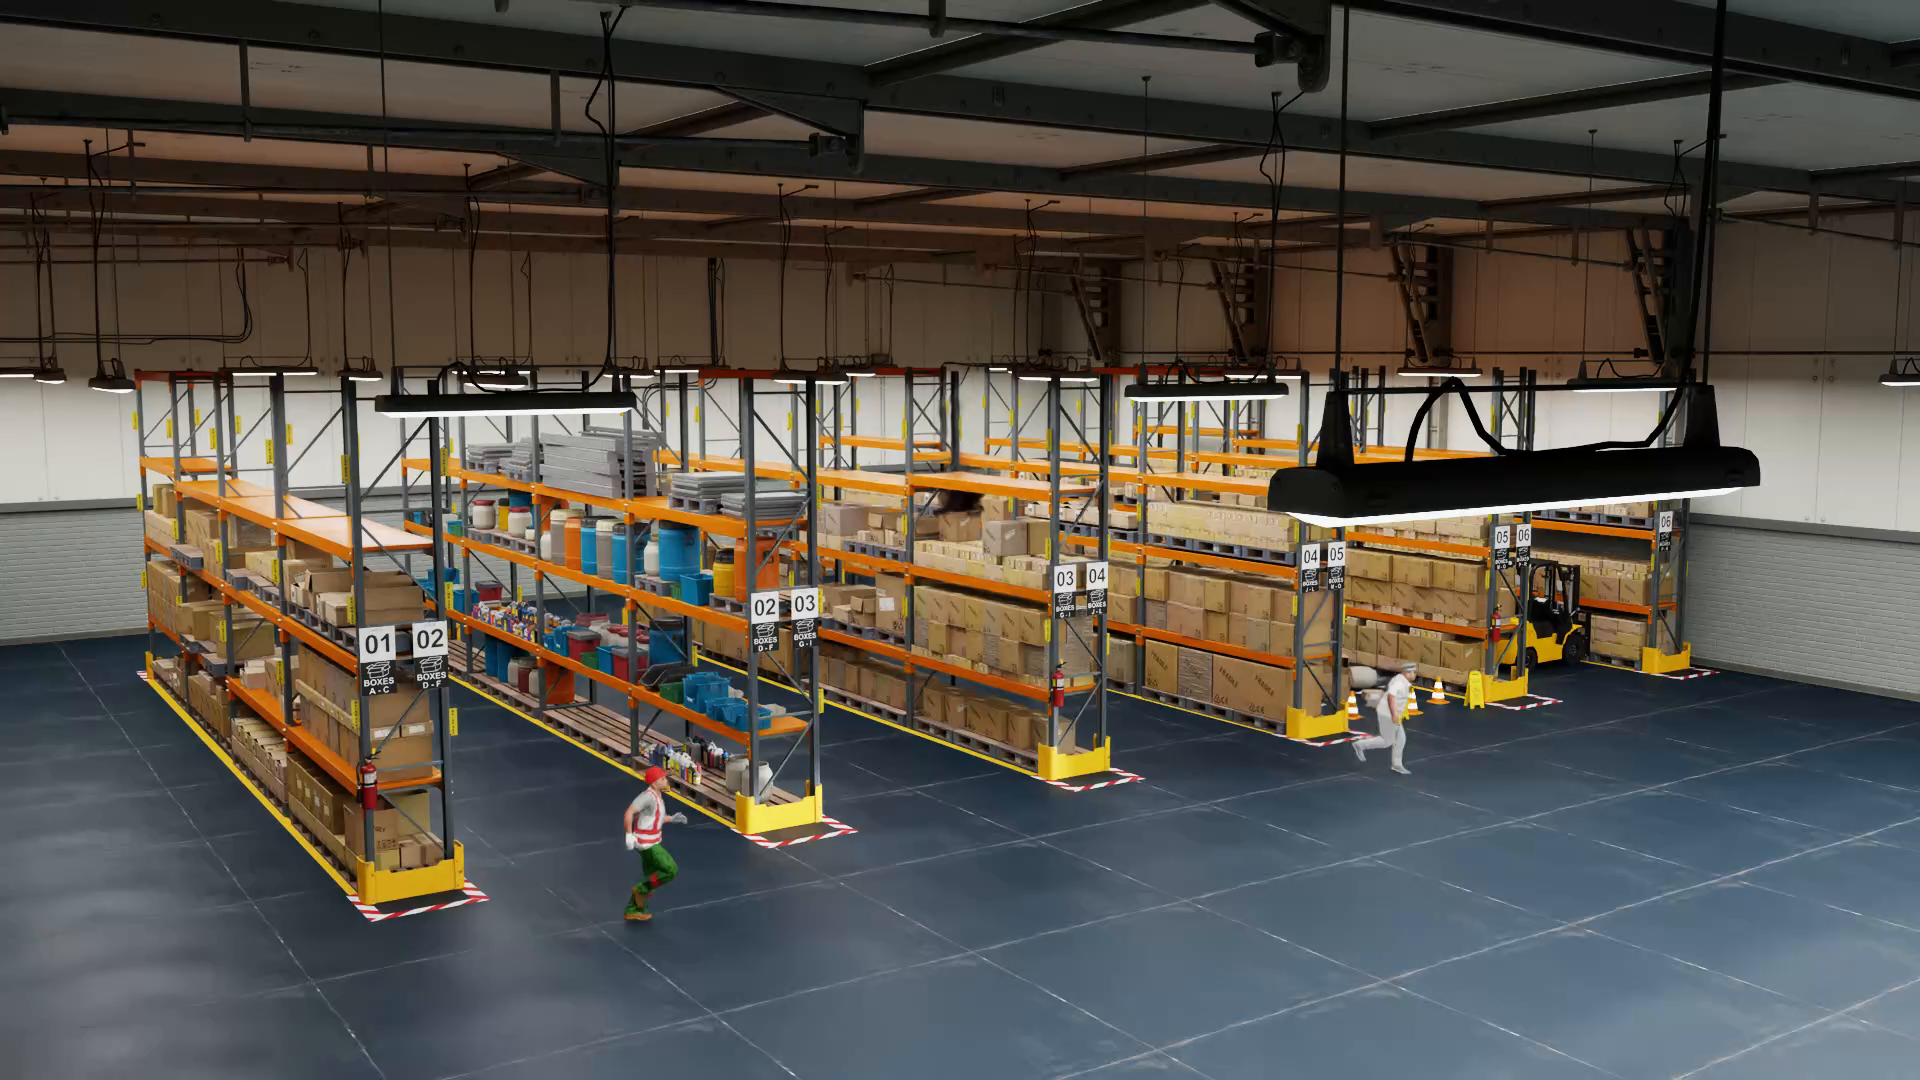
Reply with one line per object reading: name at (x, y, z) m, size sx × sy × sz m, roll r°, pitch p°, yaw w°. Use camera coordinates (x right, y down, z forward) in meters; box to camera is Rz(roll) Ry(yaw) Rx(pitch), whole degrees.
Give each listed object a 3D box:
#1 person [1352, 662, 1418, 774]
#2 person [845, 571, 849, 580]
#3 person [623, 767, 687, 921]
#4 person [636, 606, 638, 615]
person at (6.428, 2.683, 25.182) m, size 0.933 × 1.720 × 0.668 m, roll 1°, pitch 7°, yaw 10°
person at (-2.916, 0.823, 42.043) m, size 0.603 × 1.582 × 0.612 m, roll 0°, pitch 6°, yaw 1°
person at (-3.390, 3.380, 18.492) m, size 0.699 × 1.727 × 0.709 m, roll 0°, pitch 6°, yaw 0°
person at (-7.457, 1.110, 39.184) m, size 0.512 × 1.608 × 0.632 m, roll -3°, pitch 7°, yaw -27°
